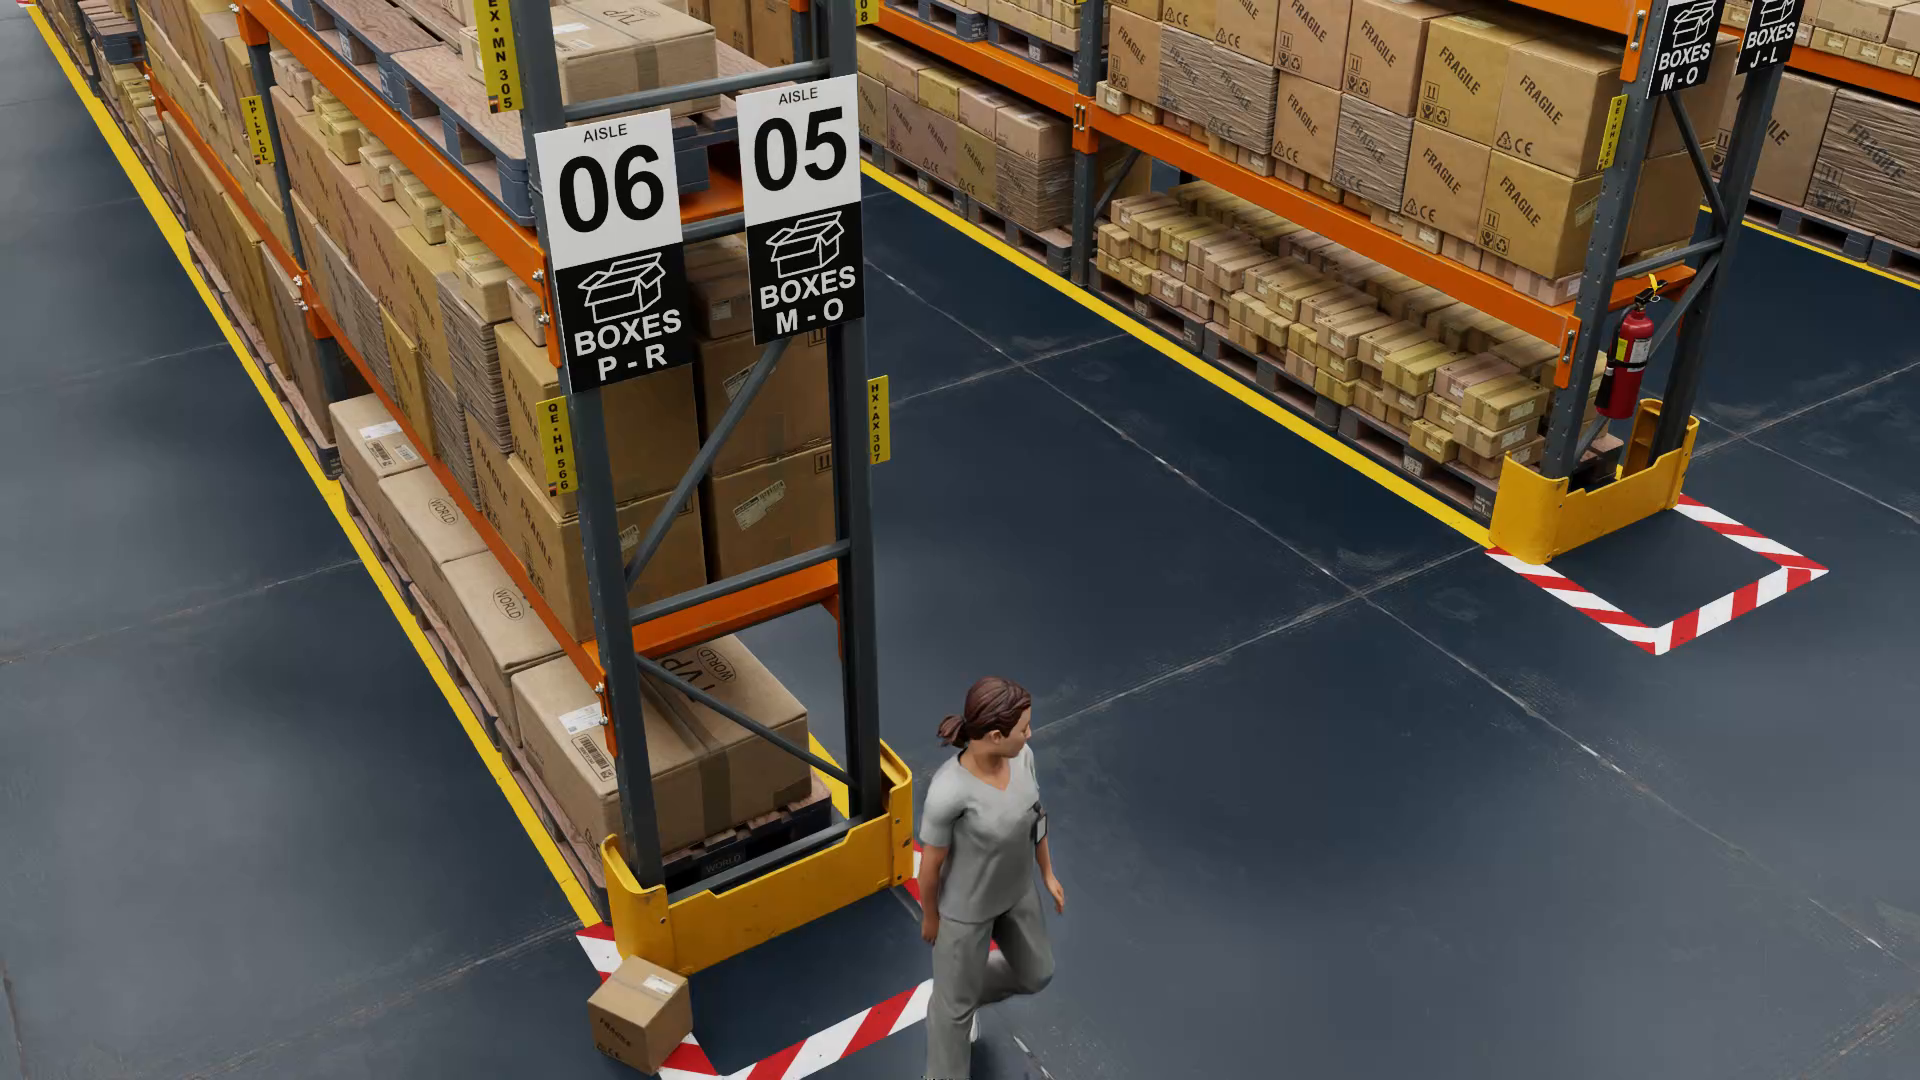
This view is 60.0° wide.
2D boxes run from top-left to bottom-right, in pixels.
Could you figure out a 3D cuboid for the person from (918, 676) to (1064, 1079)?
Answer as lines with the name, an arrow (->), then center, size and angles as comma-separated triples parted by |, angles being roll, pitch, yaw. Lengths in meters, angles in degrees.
person -> 0.044, 1.144, 5.351 | 0.533, 1.655, 0.550 | -27, 41, -35
